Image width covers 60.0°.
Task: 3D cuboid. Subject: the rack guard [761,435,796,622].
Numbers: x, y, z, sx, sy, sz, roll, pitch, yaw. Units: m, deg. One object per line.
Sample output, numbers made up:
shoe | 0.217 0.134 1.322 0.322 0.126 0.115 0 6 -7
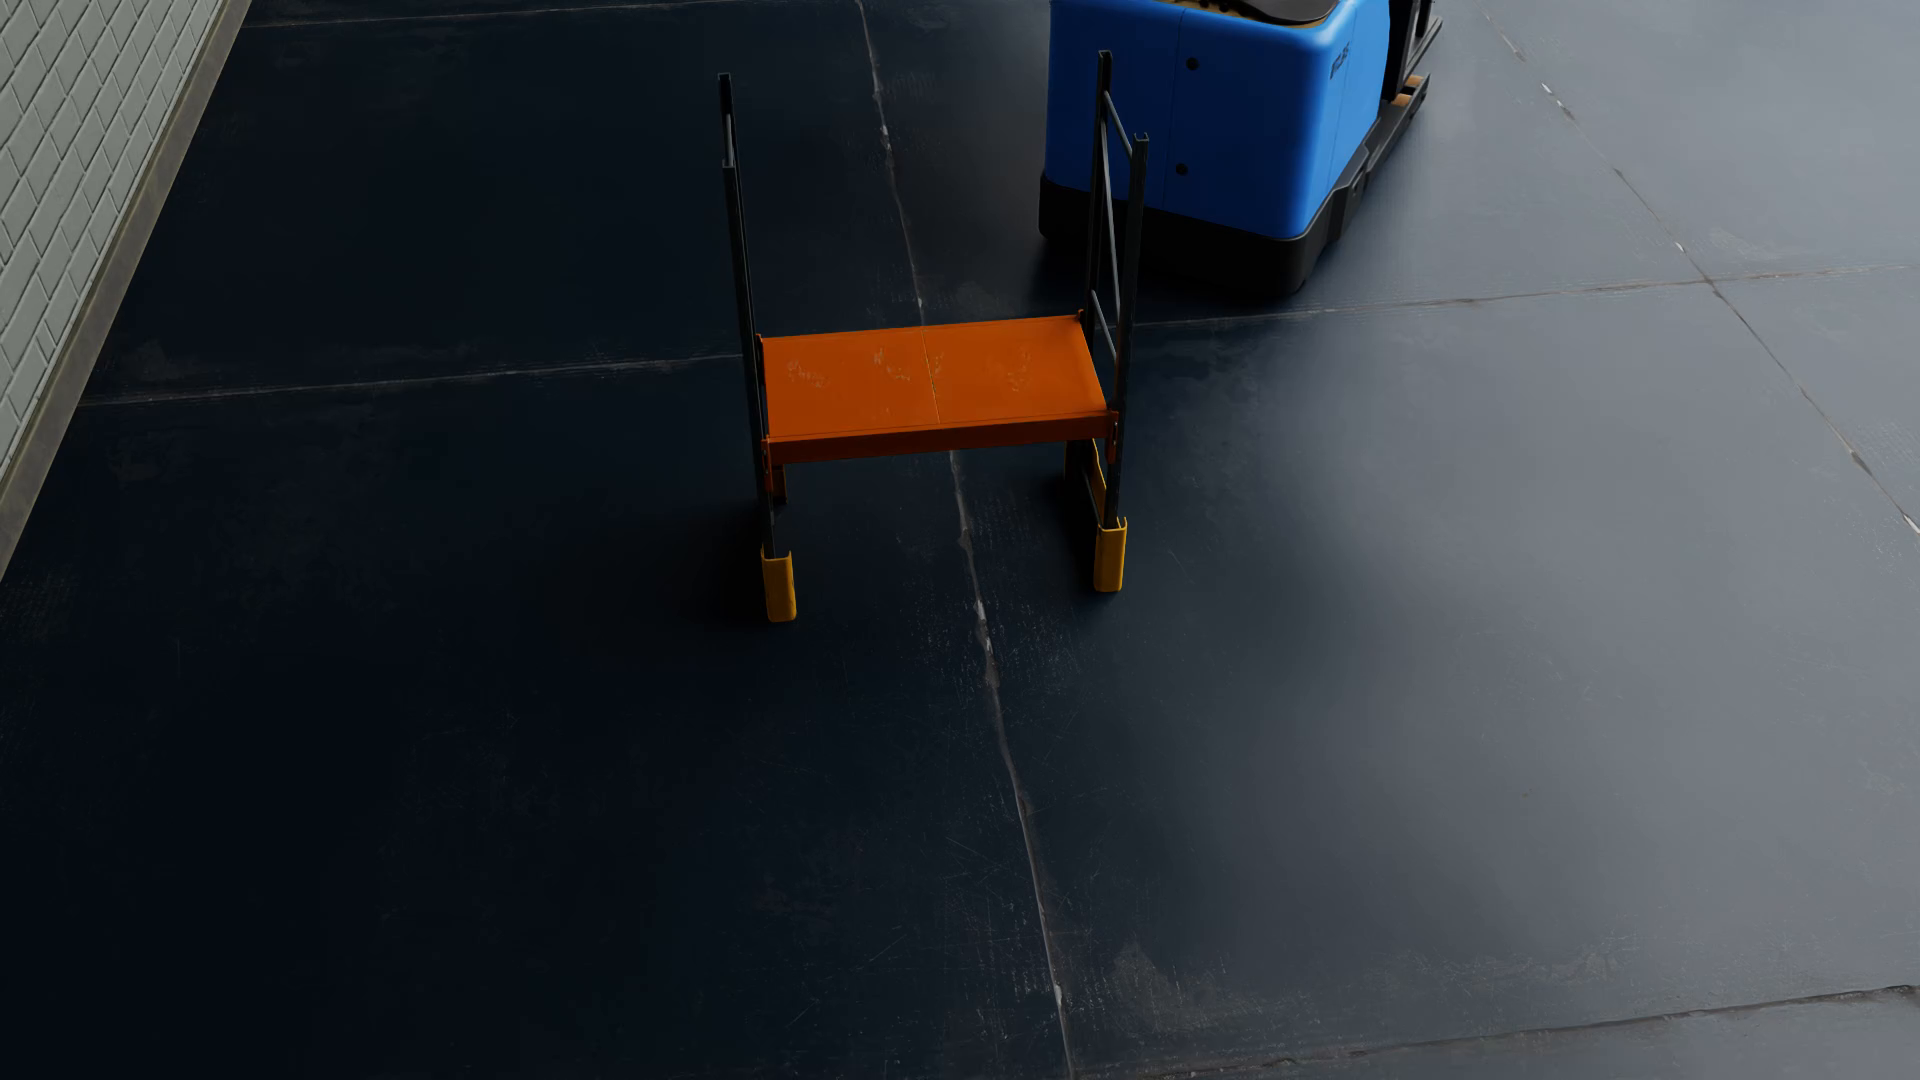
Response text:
rack guard | -0.569 -0.043 5.111 0.087 0.250 0.587 -5 42 -6

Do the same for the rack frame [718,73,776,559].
rack frame | -0.589 -0.505 4.691 0.032 1.500 0.500 -5 42 -6

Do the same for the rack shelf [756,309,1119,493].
rack shelf | -0.085 -0.416 4.860 1.000 0.185 0.538 -5 42 -6

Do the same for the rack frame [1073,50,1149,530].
rack frame | 0.419 -0.594 4.788 0.032 1.500 0.500 -5 42 -6

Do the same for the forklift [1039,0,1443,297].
forklift | 1.410 -2.973 6.357 1.130 2.935 3.031 18 45 19

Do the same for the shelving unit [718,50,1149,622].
shelving unit | -0.076 -0.550 4.740 1.083 1.500 0.587 -5 42 -6

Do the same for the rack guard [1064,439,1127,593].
rack guard | 0.418 -0.129 5.207 0.087 0.250 0.587 -5 42 -6
